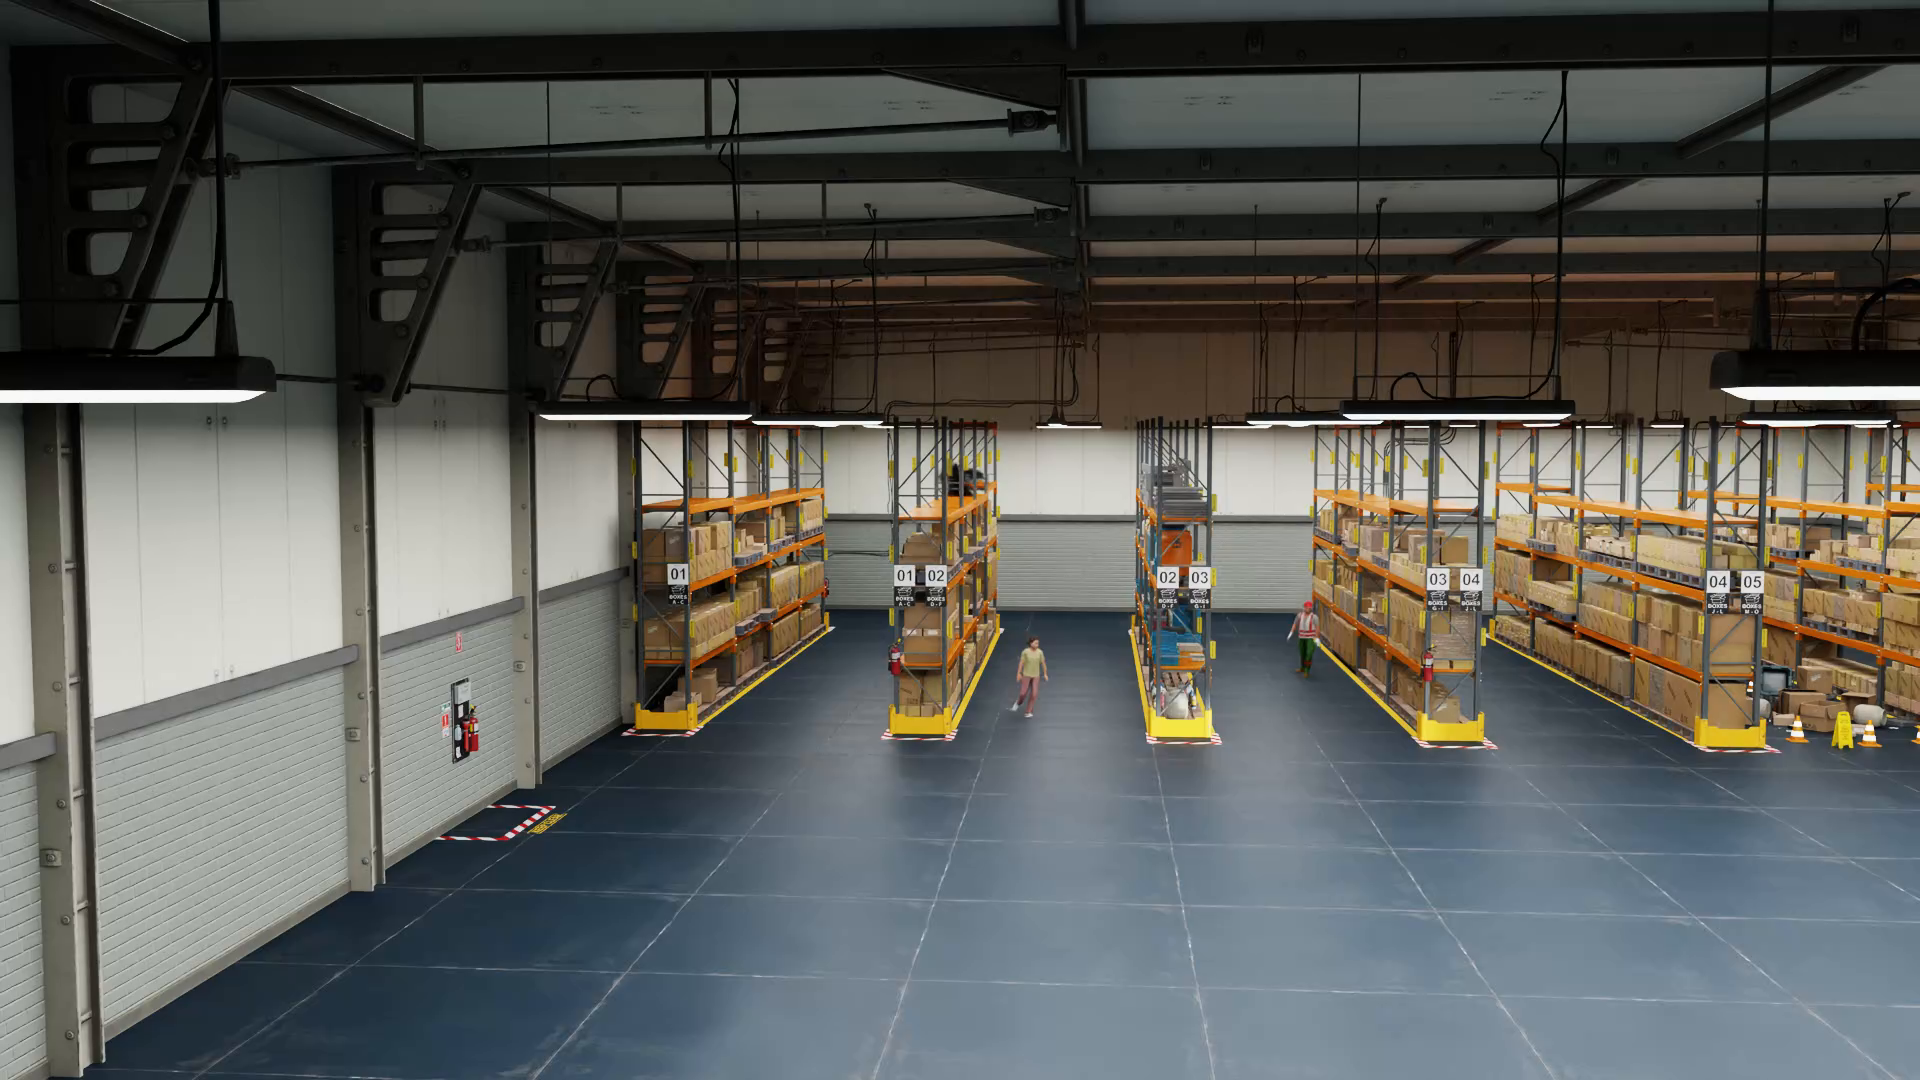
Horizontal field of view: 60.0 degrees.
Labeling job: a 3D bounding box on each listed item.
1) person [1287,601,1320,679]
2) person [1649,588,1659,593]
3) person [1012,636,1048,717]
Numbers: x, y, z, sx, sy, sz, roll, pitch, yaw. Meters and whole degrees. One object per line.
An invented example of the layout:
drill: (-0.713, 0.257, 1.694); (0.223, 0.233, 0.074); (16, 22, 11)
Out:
person: (8.067, 2.305, 38.924); (0.740, 1.779, 0.770); (3, 5, 38)
person: (17.399, 2.083, 41.765); (0.655, 1.765, 1.000); (0, 4, -6)
person: (1.395, 2.719, 33.354); (0.657, 1.641, 0.543); (-1, 4, -11)
